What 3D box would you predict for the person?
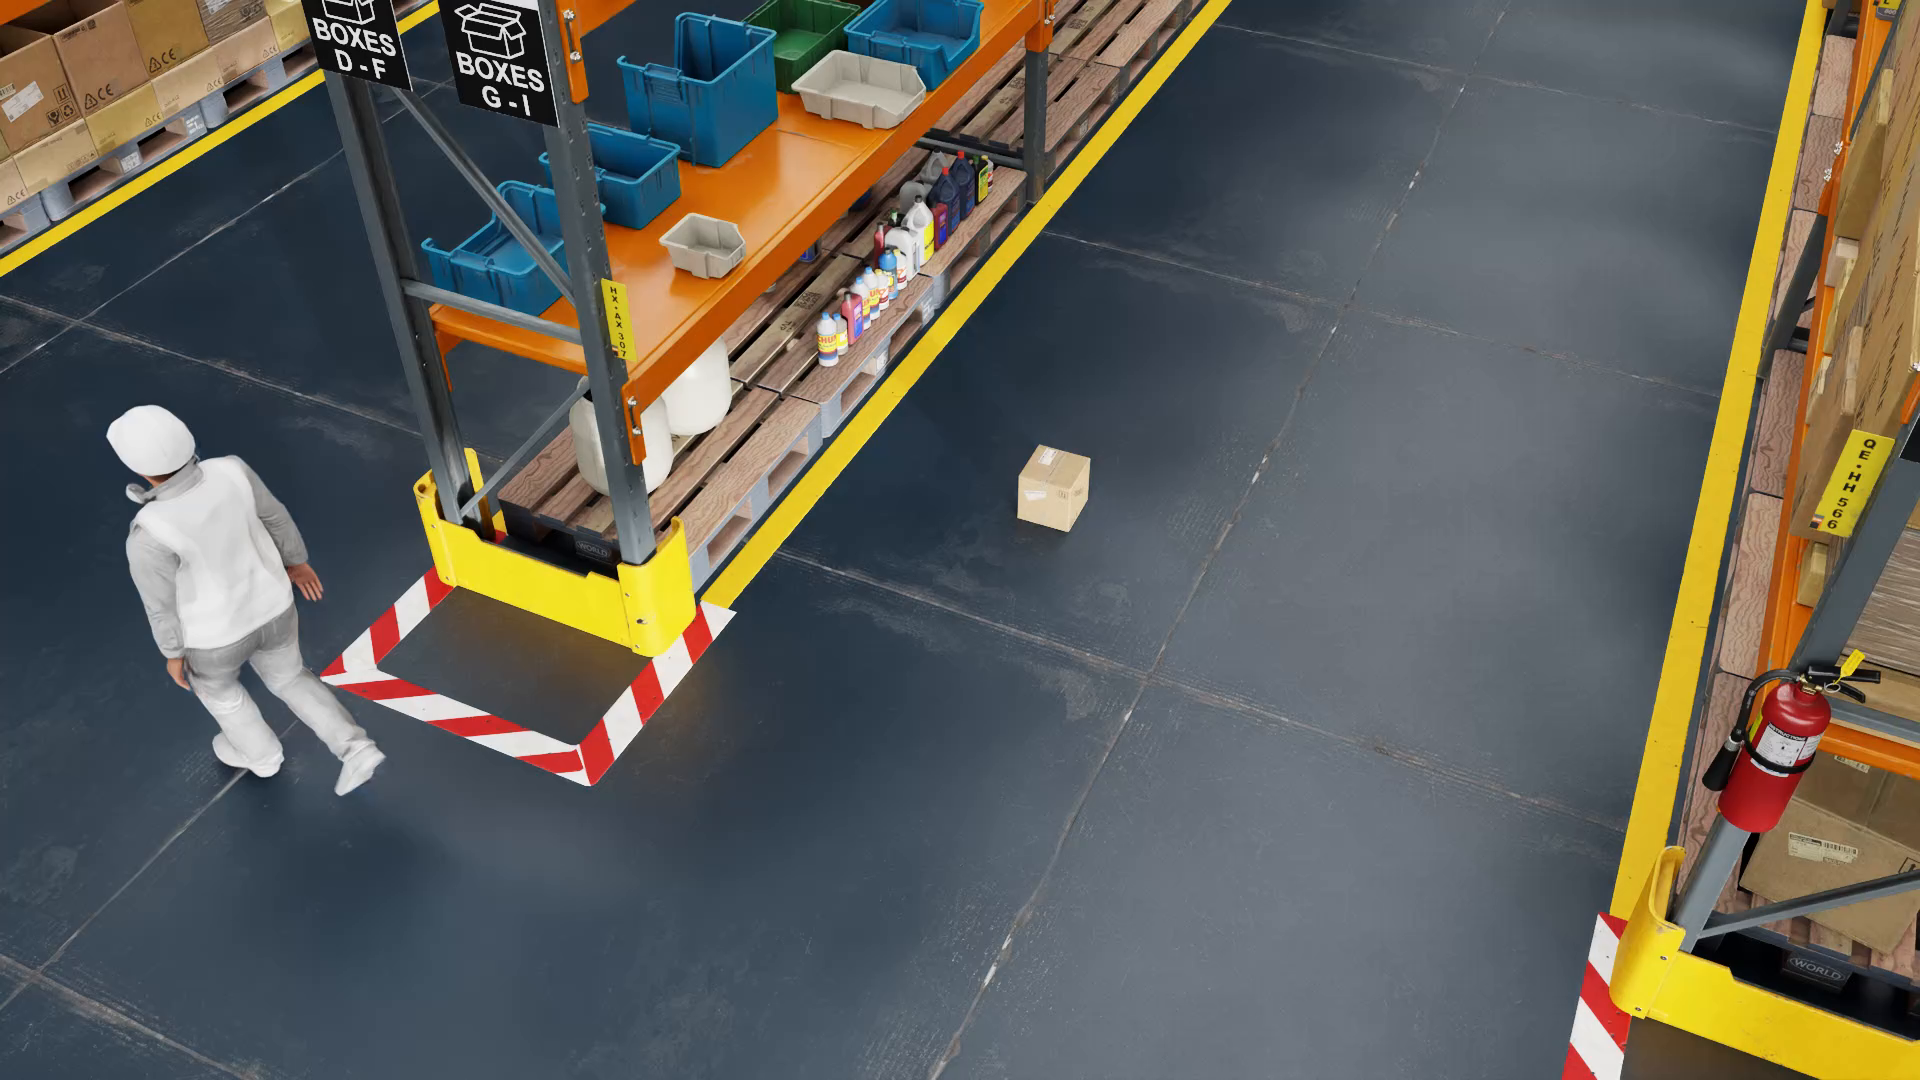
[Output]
[{"bbox_3d":[-2.500,0.252,5.859,0.830,1.737,0.605,21,46,22],"label":"person"}]
